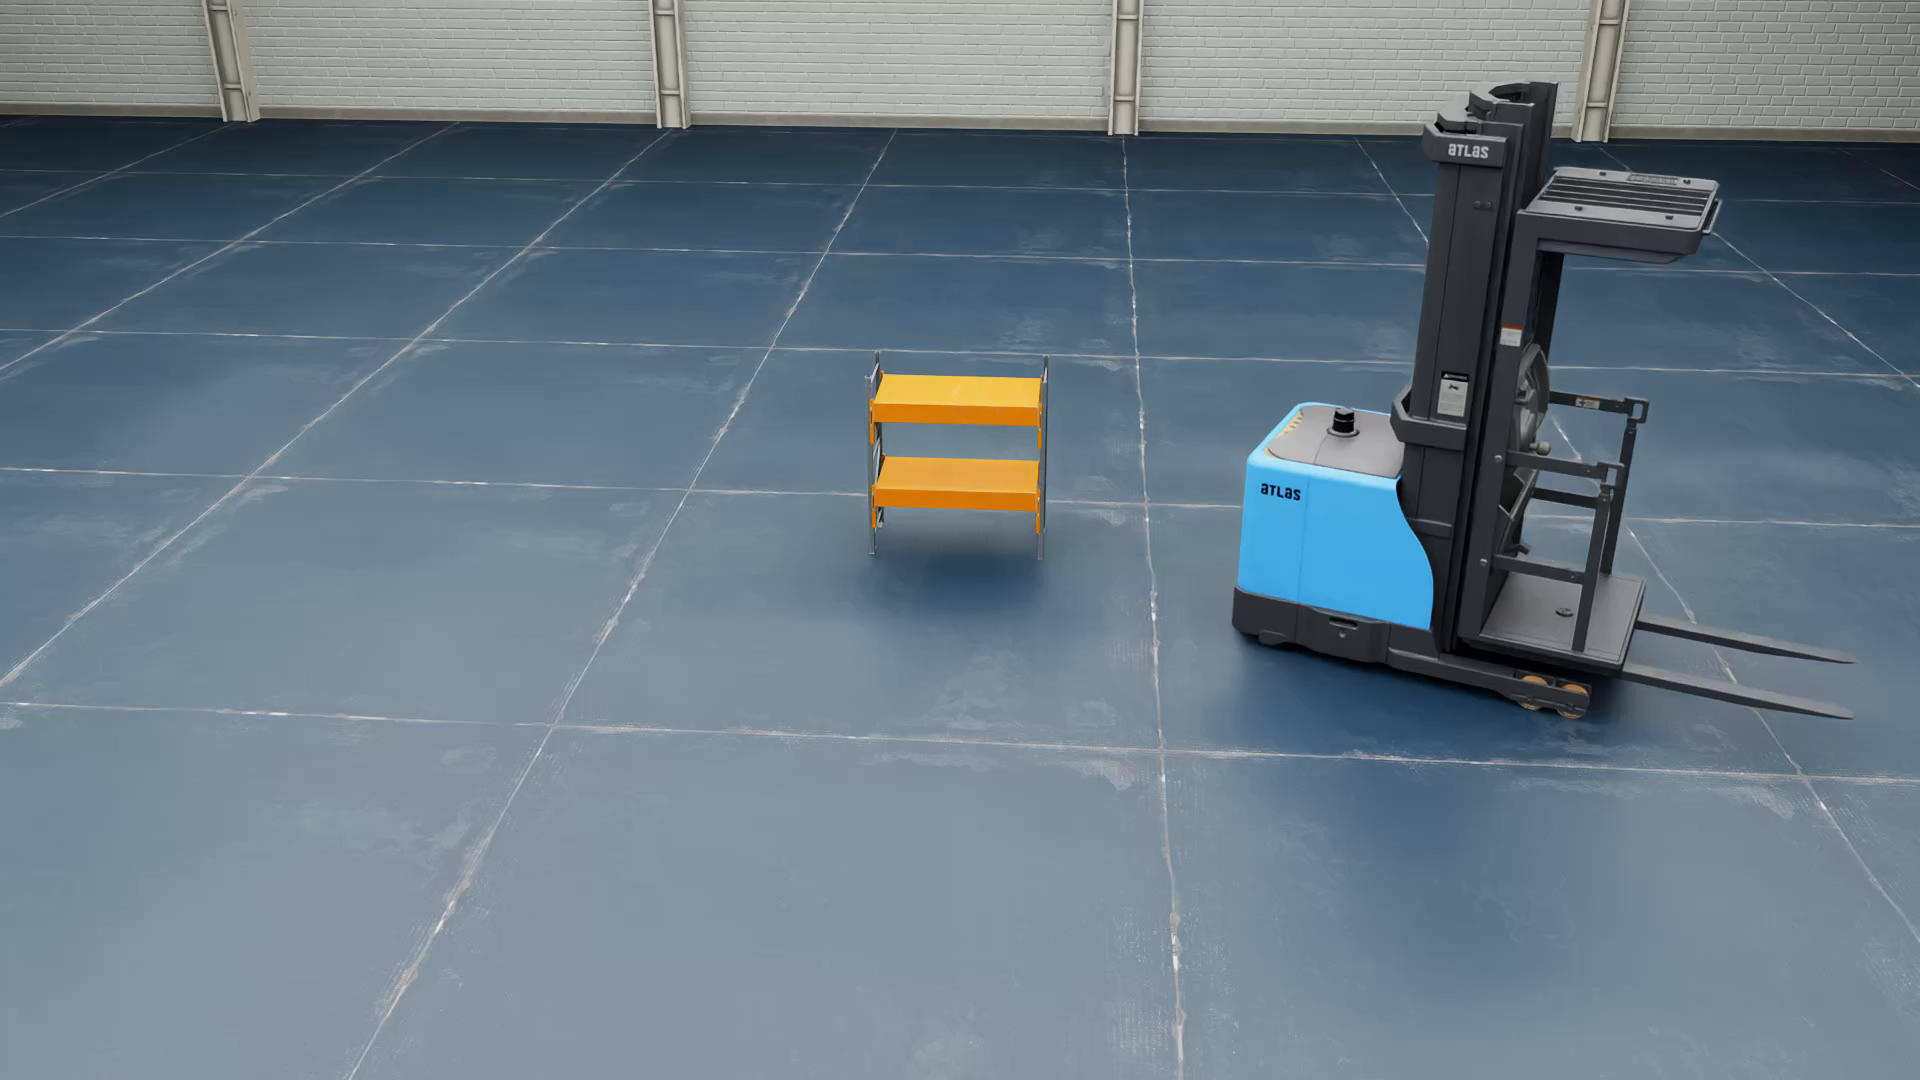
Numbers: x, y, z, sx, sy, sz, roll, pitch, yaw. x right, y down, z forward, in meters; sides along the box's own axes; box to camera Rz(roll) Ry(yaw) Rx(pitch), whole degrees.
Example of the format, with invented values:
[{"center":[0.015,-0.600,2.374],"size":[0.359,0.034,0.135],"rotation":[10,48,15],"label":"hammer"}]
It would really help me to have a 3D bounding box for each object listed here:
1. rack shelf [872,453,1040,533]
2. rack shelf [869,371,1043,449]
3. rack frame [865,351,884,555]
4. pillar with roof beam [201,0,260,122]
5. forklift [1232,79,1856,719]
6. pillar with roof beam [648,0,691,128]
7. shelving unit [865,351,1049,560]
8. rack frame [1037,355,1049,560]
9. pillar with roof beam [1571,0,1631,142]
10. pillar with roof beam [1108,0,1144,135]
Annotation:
[{"center":[-0.007,-0.289,10.118],"size":[1.000,0.278,0.538],"rotation":[2,25,4],"label":"rack shelf"},{"center":[-0.007,-0.777,9.893],"size":[1.000,0.278,0.538],"rotation":[2,25,4],"label":"rack shelf"},{"center":[-0.514,-0.527,10.051],"size":[0.032,1.125,0.500],"rotation":[2,25,4],"label":"rack frame"},{"center":[-10.146,-8.045,16.969],"size":[0.400,9.000,9.100],"rotation":[2,25,4],"label":"pillar with roof beam"},{"center":[3.035,-0.694,8.251],"size":[3.031,2.935,1.130],"rotation":[12,27,24],"label":"forklift"},{"center":[-4.164,-7.853,16.551],"size":[0.400,9.000,9.100],"rotation":[2,25,4],"label":"pillar with roof beam"},{"center":[-0.007,-0.511,10.015],"size":[1.048,1.125,0.538],"rotation":[2,25,4],"label":"shelving unit"},{"center":[0.500,-0.495,9.980],"size":[0.032,1.125,0.500],"rotation":[2,25,4],"label":"rack frame"},{"center":[7.801,-7.469,15.717],"size":[0.400,9.000,9.100],"rotation":[2,25,4],"label":"pillar with roof beam"},{"center":[1.819,-7.661,16.134],"size":[0.400,9.000,9.100],"rotation":[2,25,4],"label":"pillar with roof beam"}]
